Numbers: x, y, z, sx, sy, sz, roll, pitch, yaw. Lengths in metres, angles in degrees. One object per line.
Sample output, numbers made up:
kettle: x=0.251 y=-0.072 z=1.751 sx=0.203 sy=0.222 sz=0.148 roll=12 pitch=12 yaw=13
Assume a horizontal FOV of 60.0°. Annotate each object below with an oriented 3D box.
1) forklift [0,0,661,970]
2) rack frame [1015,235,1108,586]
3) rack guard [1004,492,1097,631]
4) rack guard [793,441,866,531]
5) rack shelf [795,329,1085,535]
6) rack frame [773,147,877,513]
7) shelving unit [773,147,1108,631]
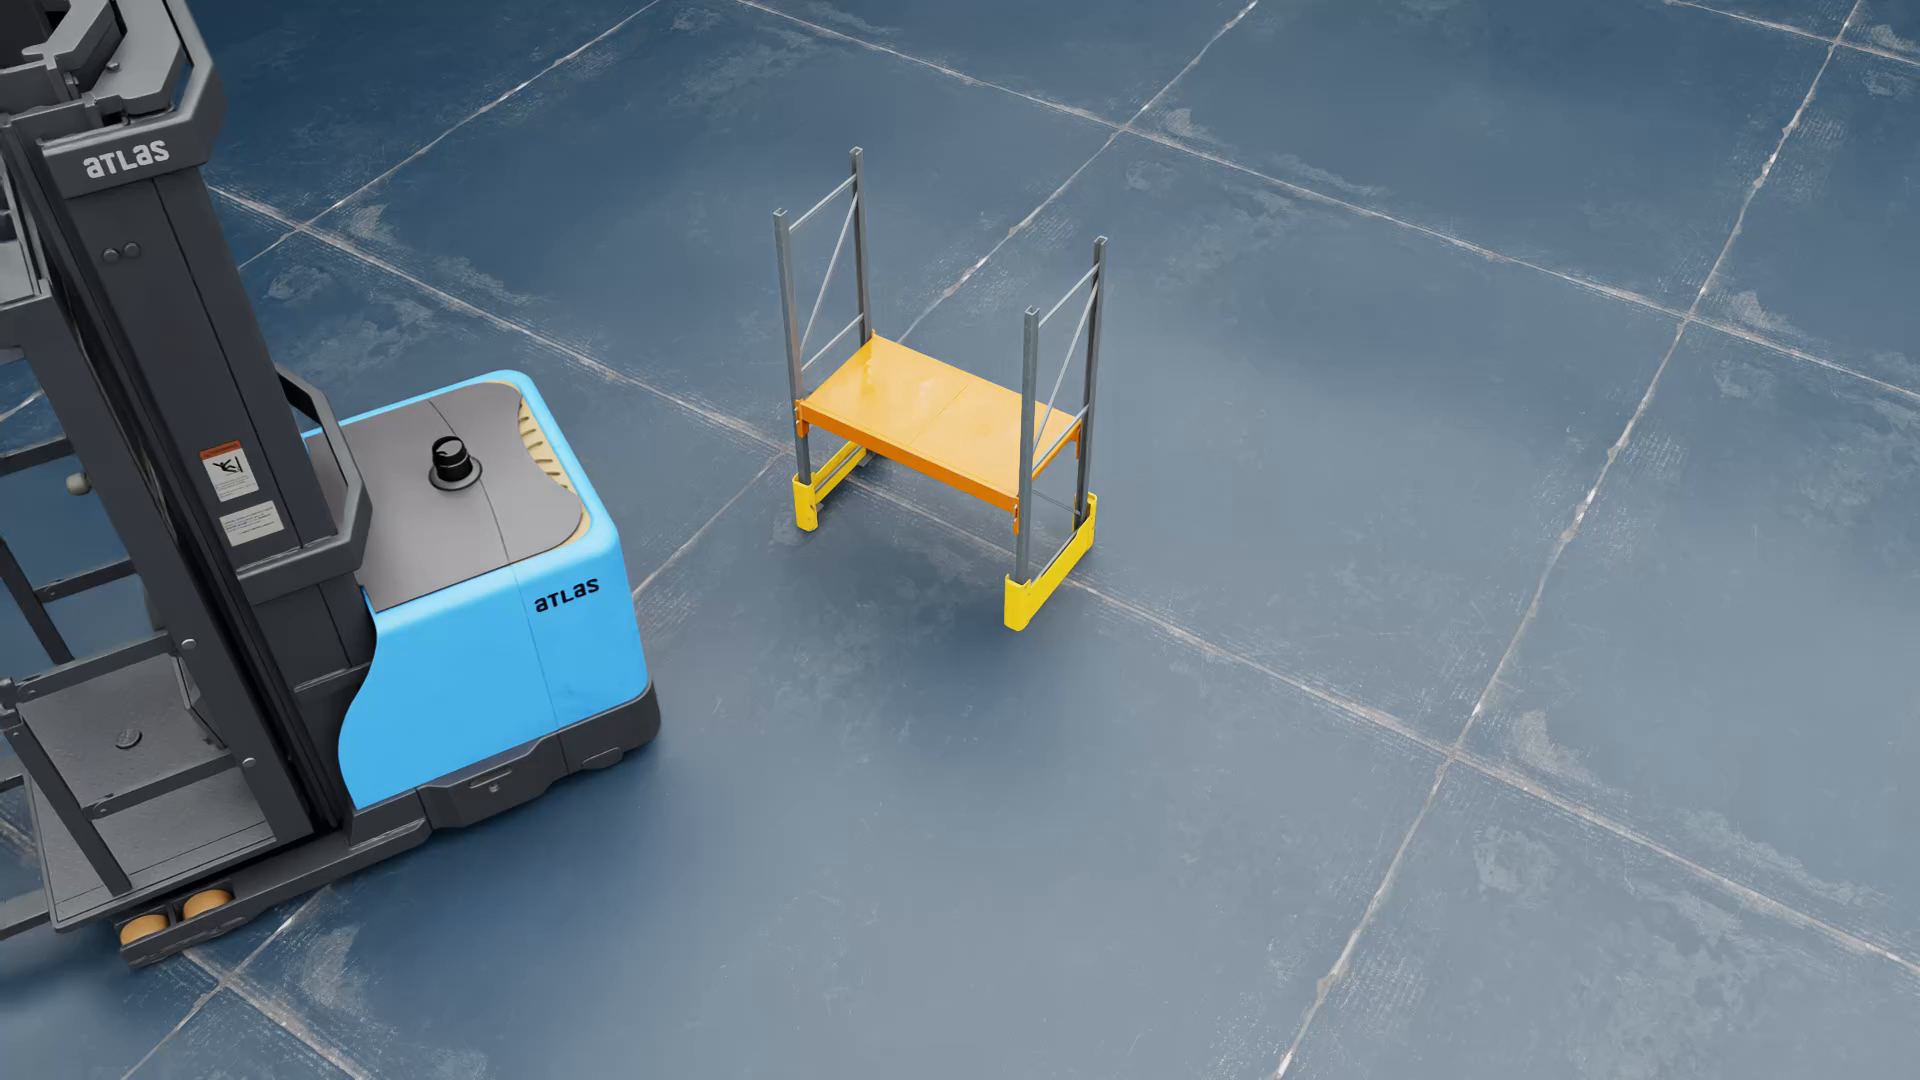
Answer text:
forklift: x=-2.622 y=-0.082 z=4.786 sx=3.031 sy=2.935 sz=1.130 roll=-22 pitch=50 yaw=-20
rack frame: x=0.356 y=-0.359 z=6.053 sx=0.032 sy=1.500 sz=0.500 roll=25 pitch=51 yaw=22
rack guard: x=0.355 y=0.076 z=6.502 sx=0.087 sy=0.250 sz=0.587 roll=25 pitch=51 yaw=22
rack guard: x=-0.483 y=-0.309 z=6.876 sx=0.087 sy=0.250 sz=0.587 roll=25 pitch=51 yaw=22
rack shelf: x=-0.072 y=-0.430 z=6.373 sx=1.000 sy=0.185 sz=0.538 roll=25 pitch=51 yaw=22
rack frame: x=-0.500 y=-0.753 z=6.435 sx=0.032 sy=1.500 sz=0.500 roll=25 pitch=51 yaw=22
shelving unit: x=-0.064 y=-0.552 z=6.241 sx=1.083 sy=1.500 sz=0.587 roll=25 pitch=51 yaw=22
